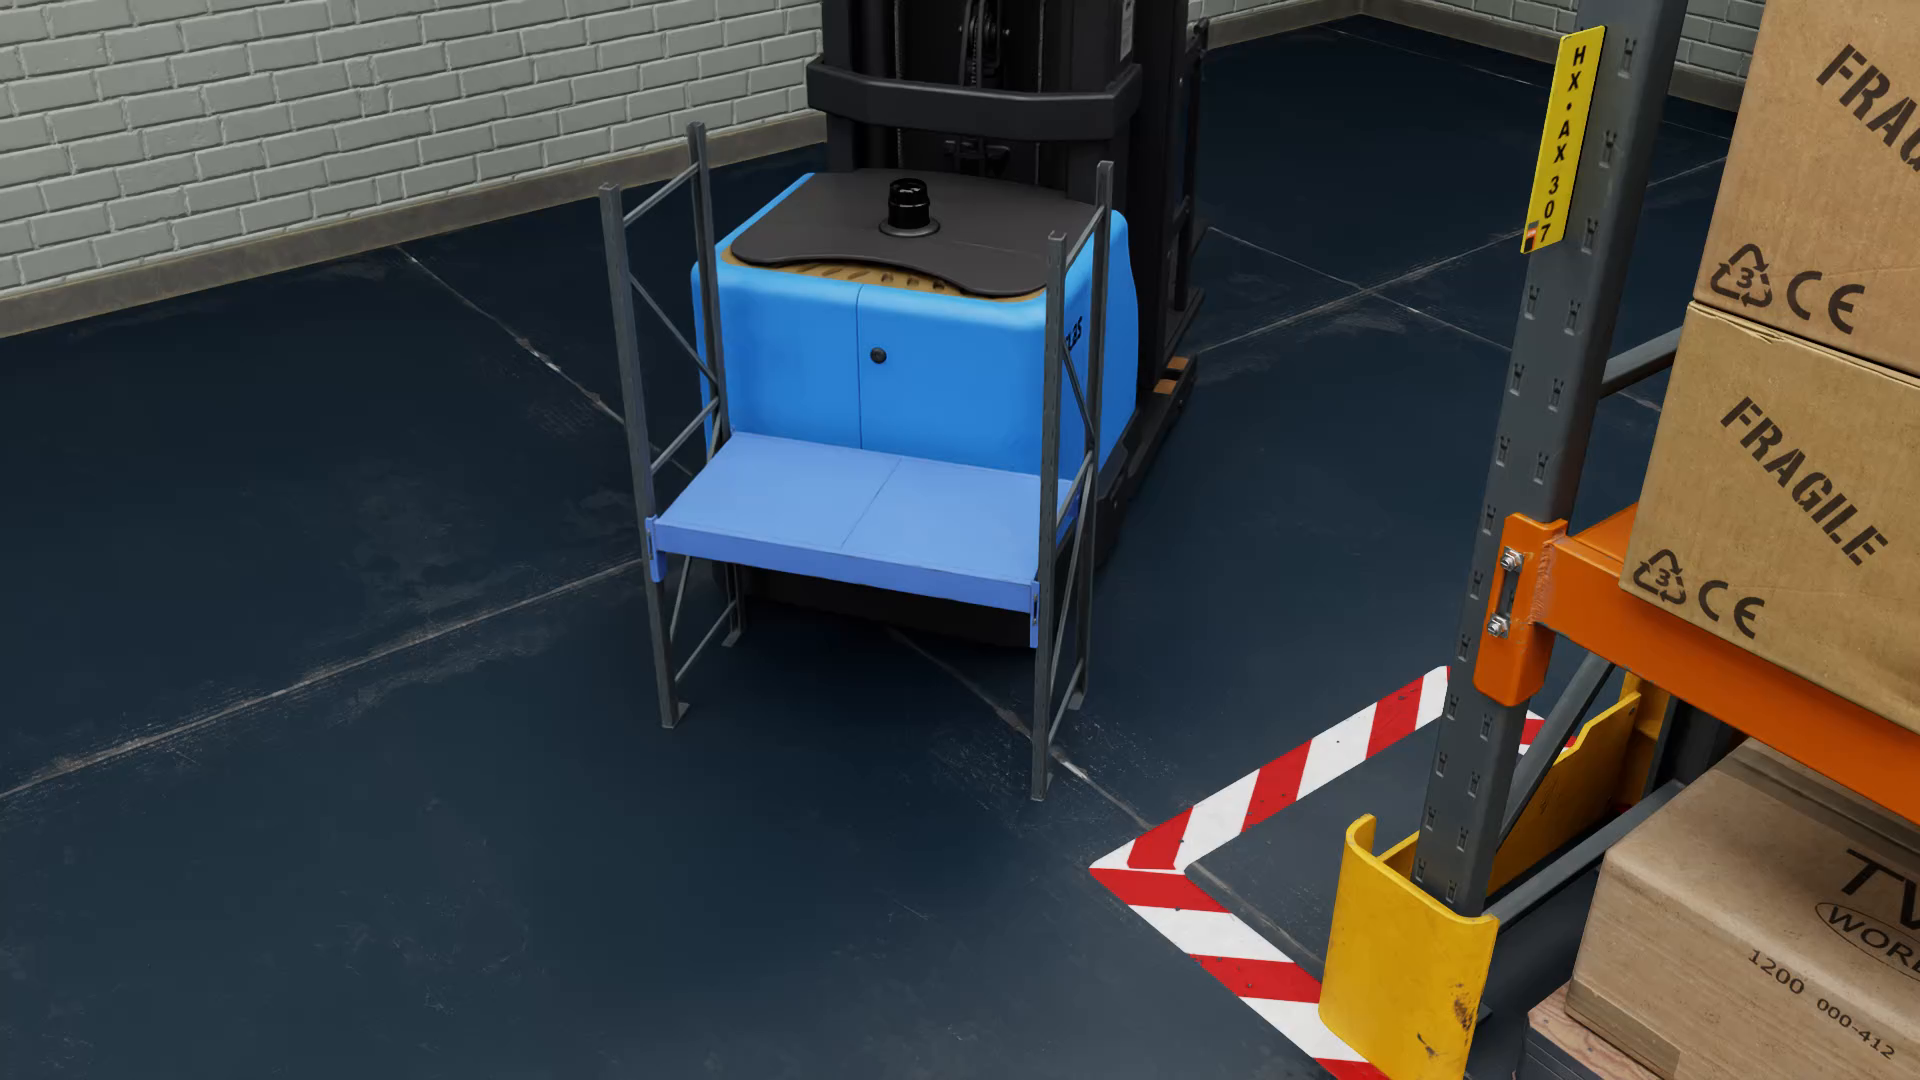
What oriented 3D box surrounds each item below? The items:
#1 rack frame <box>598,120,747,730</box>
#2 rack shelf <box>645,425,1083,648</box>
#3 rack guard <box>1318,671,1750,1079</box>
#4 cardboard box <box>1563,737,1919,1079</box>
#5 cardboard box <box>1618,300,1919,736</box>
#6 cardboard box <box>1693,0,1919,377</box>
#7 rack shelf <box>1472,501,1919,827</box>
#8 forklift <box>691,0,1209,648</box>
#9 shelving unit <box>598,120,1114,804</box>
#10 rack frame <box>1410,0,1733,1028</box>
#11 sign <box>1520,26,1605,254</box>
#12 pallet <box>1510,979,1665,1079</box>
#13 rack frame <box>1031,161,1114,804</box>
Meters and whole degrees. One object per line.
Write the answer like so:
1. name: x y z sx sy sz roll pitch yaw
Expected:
1. rack frame: -0.708 -0.258 4.244 0.032 1.500 0.500 9 33 14
2. rack shelf: -0.221 -0.028 4.214 1.000 0.185 0.538 9 33 14
3. rack guard: 1.316 0.689 3.666 1.175 0.500 0.348 -22 38 -31
4. cardboard box: 1.815 0.790 3.165 0.875 0.438 0.875 -24 39 -33
5. cardboard box: 1.399 -0.112 2.493 0.500 0.500 0.500 -23 38 -32
6. cardboard box: 1.400 -0.538 2.230 0.500 0.500 0.500 -23 39 -32
7. rack shelf: 2.557 0.777 1.838 1.077 0.370 4.000 -22 38 -31
8. forklift: 0.227 -1.713 5.231 1.130 2.935 3.031 10 33 16
9. shelving unit: -0.221 -0.180 4.119 1.048 1.500 0.538 9 33 14
10. rack frame: 1.331 -0.363 2.991 1.000 3.000 0.127 -22 38 -31
11. sign: 0.889 -0.587 2.456 0.100 0.325 0.005 -22 38 -31
12. pallet: 1.883 1.130 3.231 1.003 0.211 1.213 -22 38 -31
13. rack frame: 0.265 -0.103 3.994 0.032 1.500 0.500 9 33 14
